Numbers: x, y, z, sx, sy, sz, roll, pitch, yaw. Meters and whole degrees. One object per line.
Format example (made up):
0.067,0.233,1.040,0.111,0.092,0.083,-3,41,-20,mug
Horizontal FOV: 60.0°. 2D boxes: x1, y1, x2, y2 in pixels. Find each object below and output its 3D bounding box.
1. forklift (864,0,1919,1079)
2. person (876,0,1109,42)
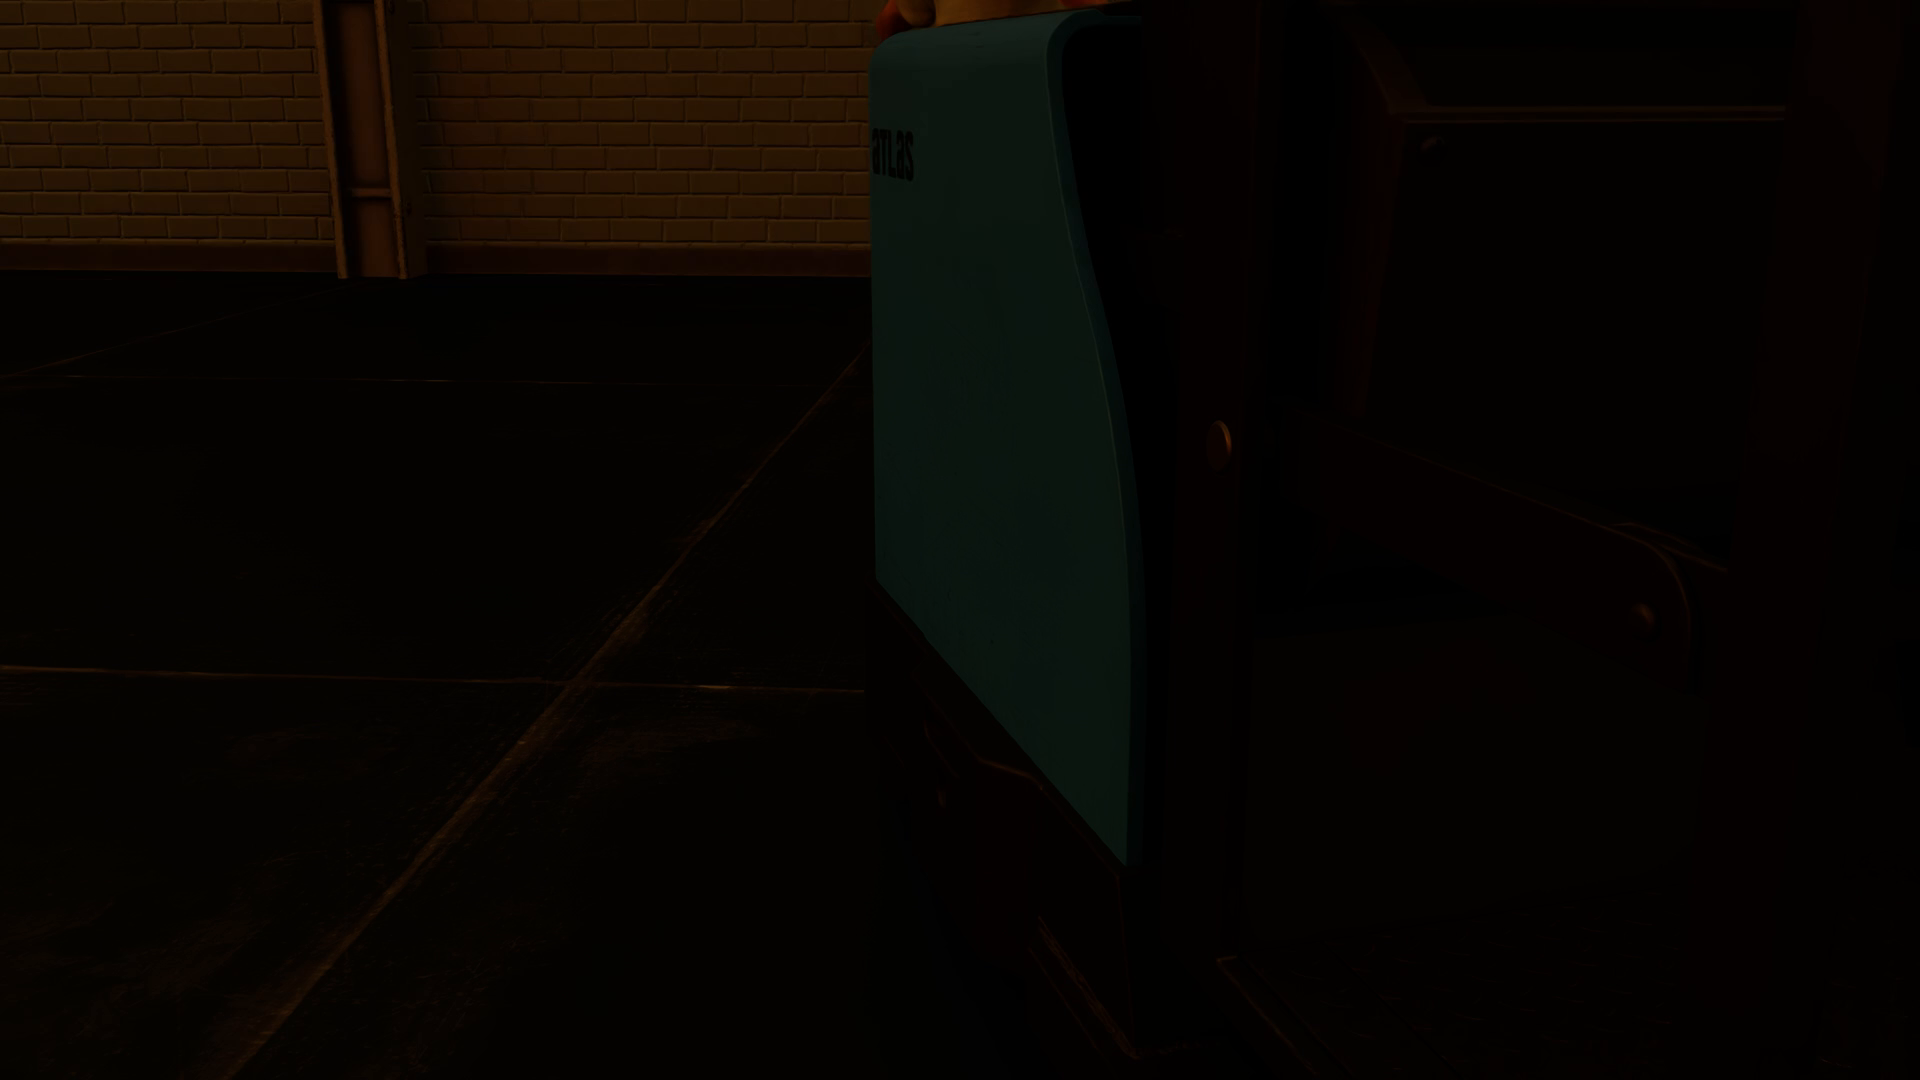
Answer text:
0.771,-0.738,0.940,1.130,2.935,3.031,-4,16,-16,forklift
0.301,-0.832,3.748,0.802,1.564,0.902,-6,16,-20,person
